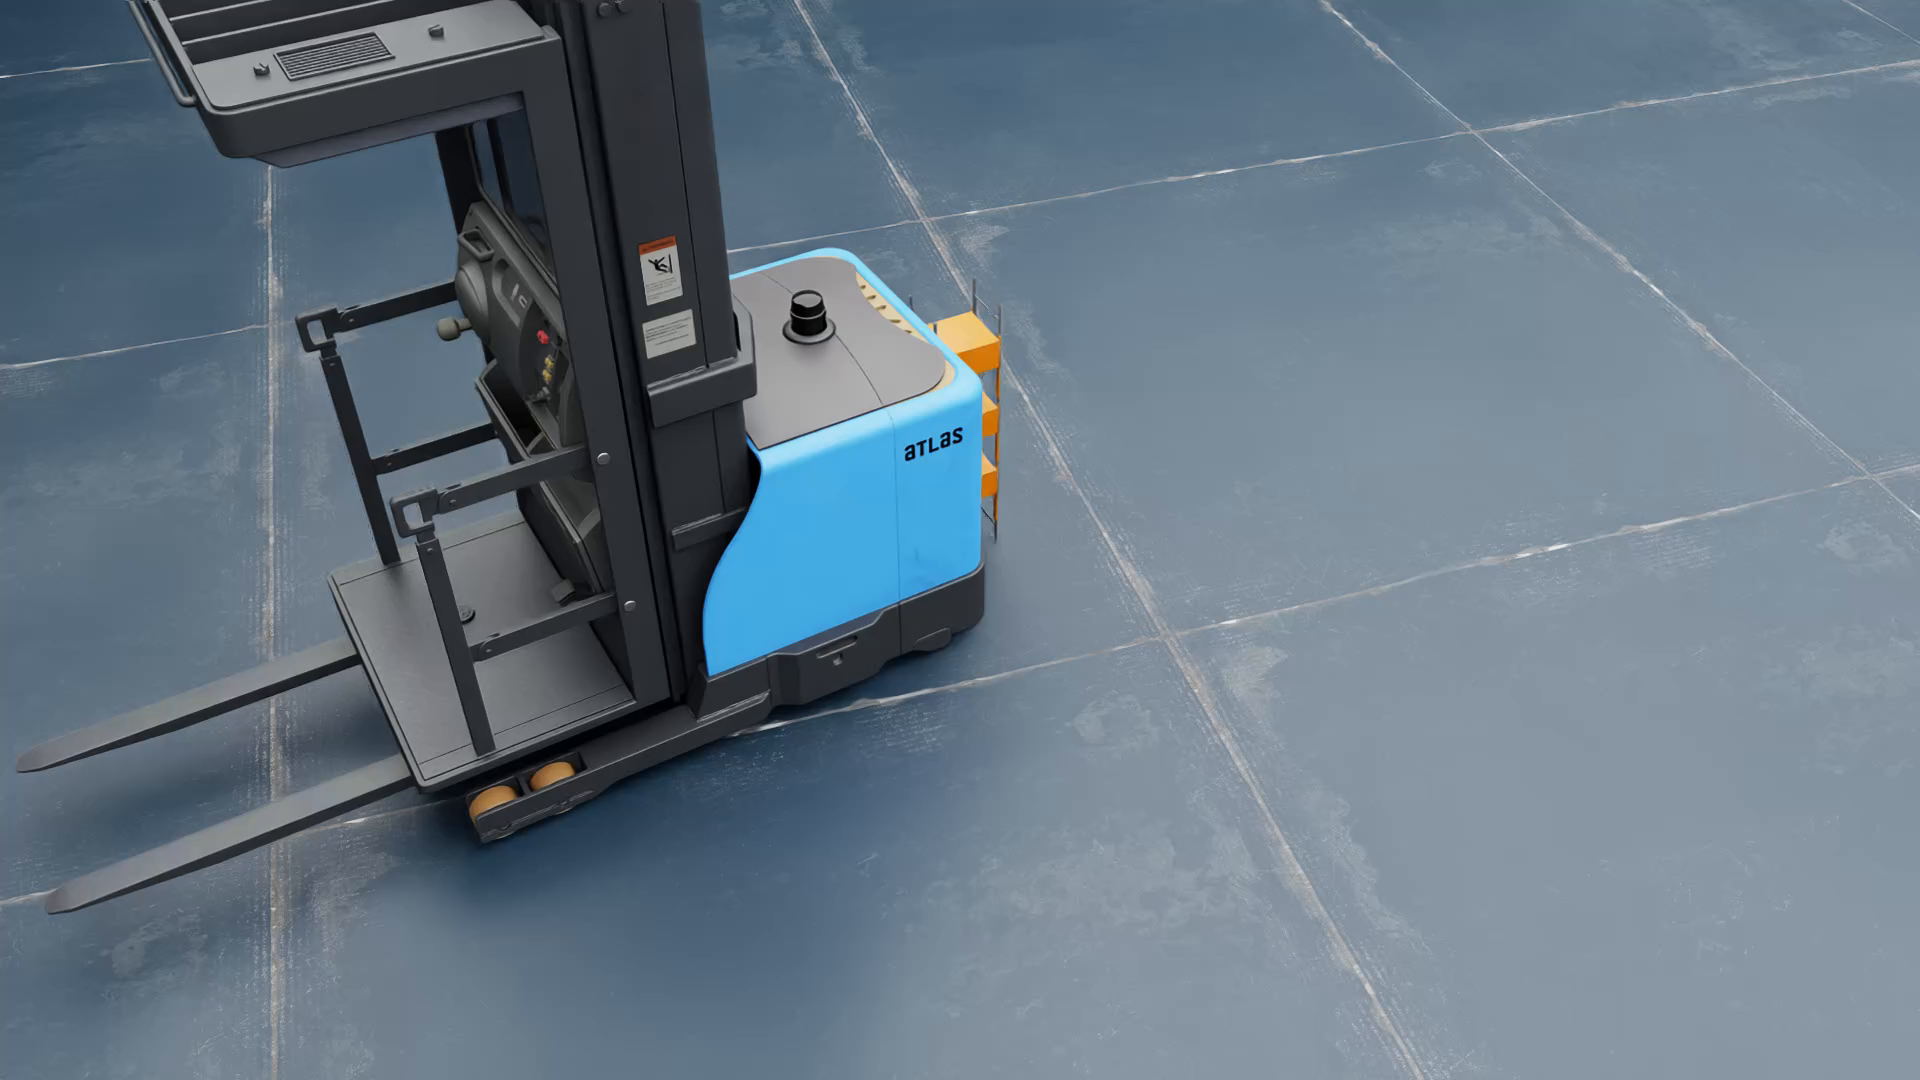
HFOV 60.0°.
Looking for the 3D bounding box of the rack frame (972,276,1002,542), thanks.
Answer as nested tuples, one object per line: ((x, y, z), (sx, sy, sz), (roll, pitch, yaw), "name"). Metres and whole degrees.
((0.092, -0.448, 5.965), (0.008, 1.050, 0.200), (-19, 45, -21), "rack frame")

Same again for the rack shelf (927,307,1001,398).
((-0.016, -0.616, 5.742), (0.240, 0.259, 0.215), (-19, 45, -21), "rack shelf")

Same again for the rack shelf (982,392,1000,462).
((-0.016, -0.402, 5.929), (0.240, 0.259, 0.215), (-19, 45, -21), "rack shelf")

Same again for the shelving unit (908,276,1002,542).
((-0.016, -0.410, 5.922), (0.252, 1.050, 0.215), (-19, 45, -21), "shelving unit")

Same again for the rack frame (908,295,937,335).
((-0.124, -0.373, 5.879), (0.008, 1.050, 0.200), (-19, 45, -21), "rack frame")

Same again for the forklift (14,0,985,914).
((-1.446, -0.573, 4.678), (3.031, 2.935, 1.130), (-21, 45, -22), "forklift")

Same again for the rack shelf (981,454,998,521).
((-0.016, -0.193, 6.112), (0.240, 0.259, 0.215), (-19, 45, -21), "rack shelf")
